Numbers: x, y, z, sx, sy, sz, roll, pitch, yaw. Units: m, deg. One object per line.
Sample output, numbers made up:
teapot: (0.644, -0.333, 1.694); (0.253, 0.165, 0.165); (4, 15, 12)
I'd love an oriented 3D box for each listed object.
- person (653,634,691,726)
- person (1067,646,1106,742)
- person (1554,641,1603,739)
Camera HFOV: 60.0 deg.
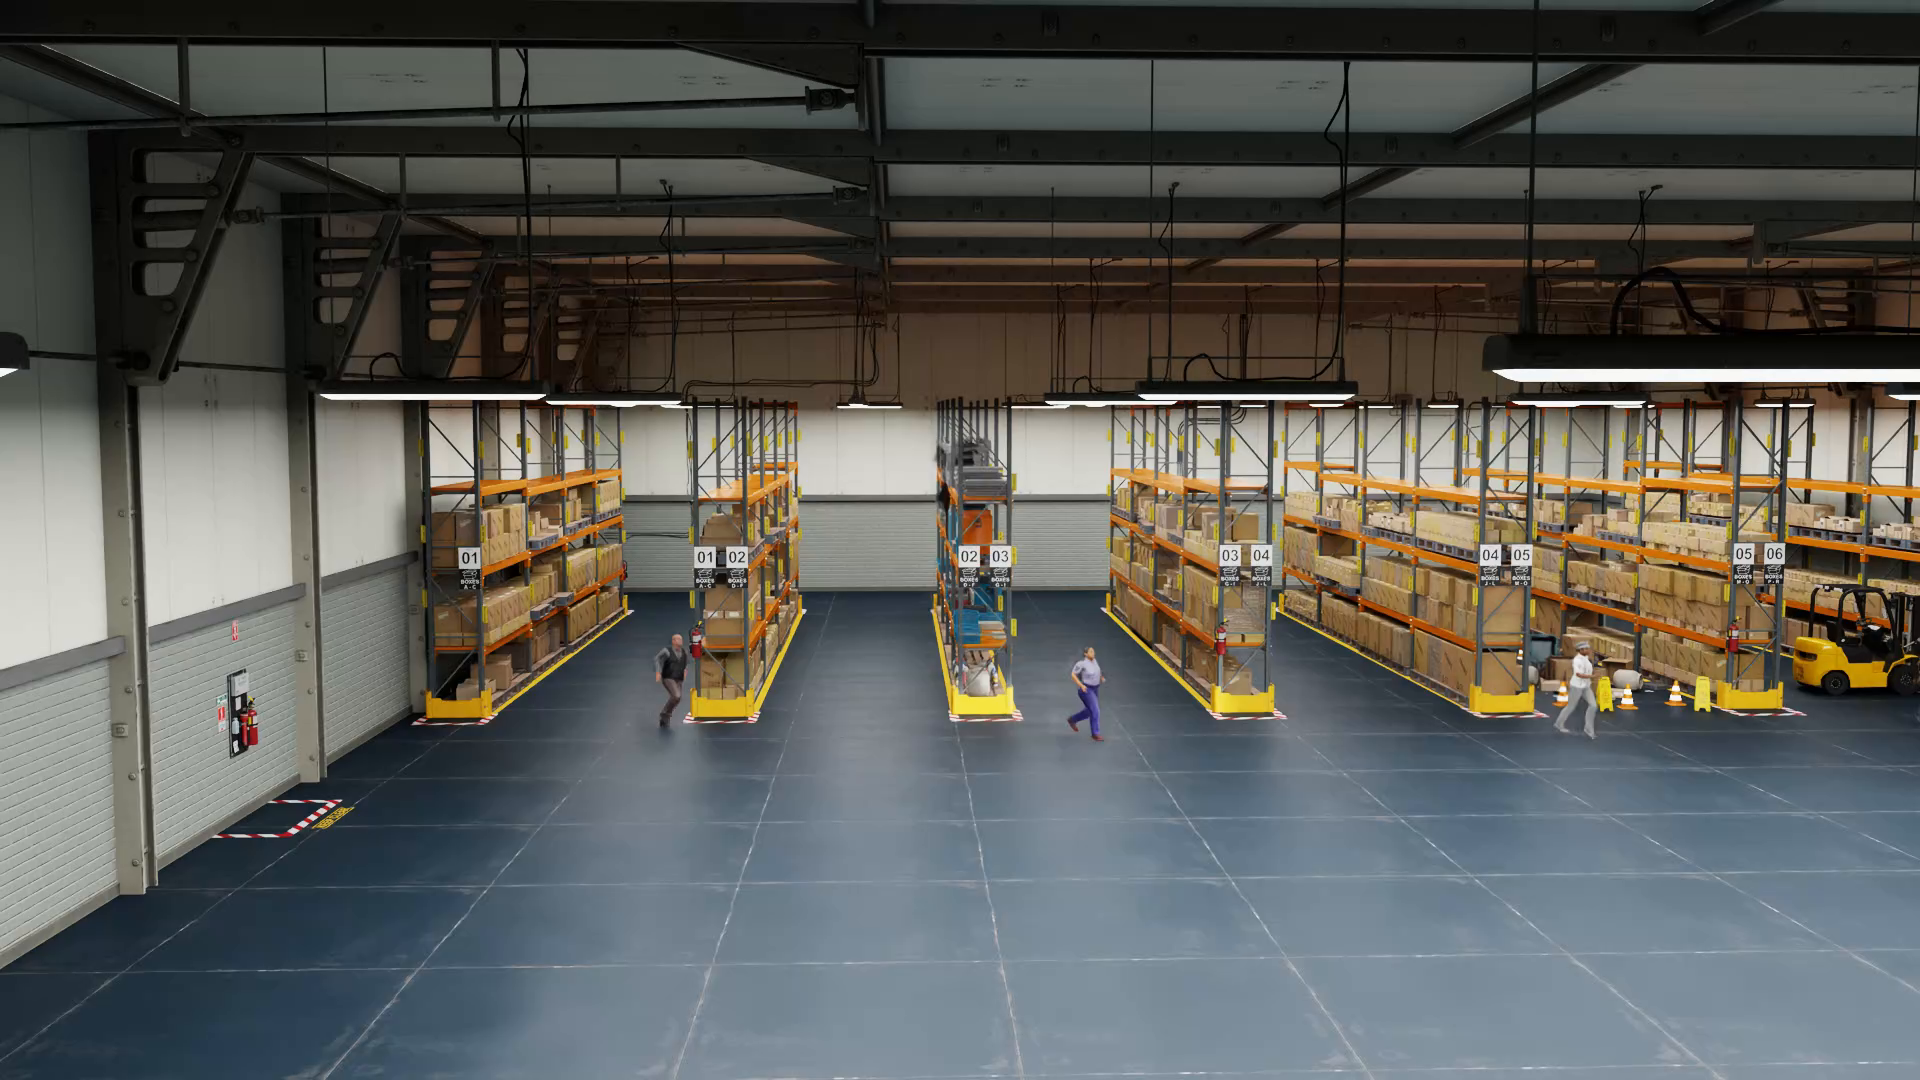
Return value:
person: (-5.168, 2.551, 30.239); (0.658, 1.658, 0.611); (-4, 6, -42)
person: (2.227, 2.674, 29.120); (0.823, 1.645, 0.598); (3, 5, 36)
person: (10.897, 2.622, 29.242); (0.539, 1.750, 0.846); (-4, 6, -41)
